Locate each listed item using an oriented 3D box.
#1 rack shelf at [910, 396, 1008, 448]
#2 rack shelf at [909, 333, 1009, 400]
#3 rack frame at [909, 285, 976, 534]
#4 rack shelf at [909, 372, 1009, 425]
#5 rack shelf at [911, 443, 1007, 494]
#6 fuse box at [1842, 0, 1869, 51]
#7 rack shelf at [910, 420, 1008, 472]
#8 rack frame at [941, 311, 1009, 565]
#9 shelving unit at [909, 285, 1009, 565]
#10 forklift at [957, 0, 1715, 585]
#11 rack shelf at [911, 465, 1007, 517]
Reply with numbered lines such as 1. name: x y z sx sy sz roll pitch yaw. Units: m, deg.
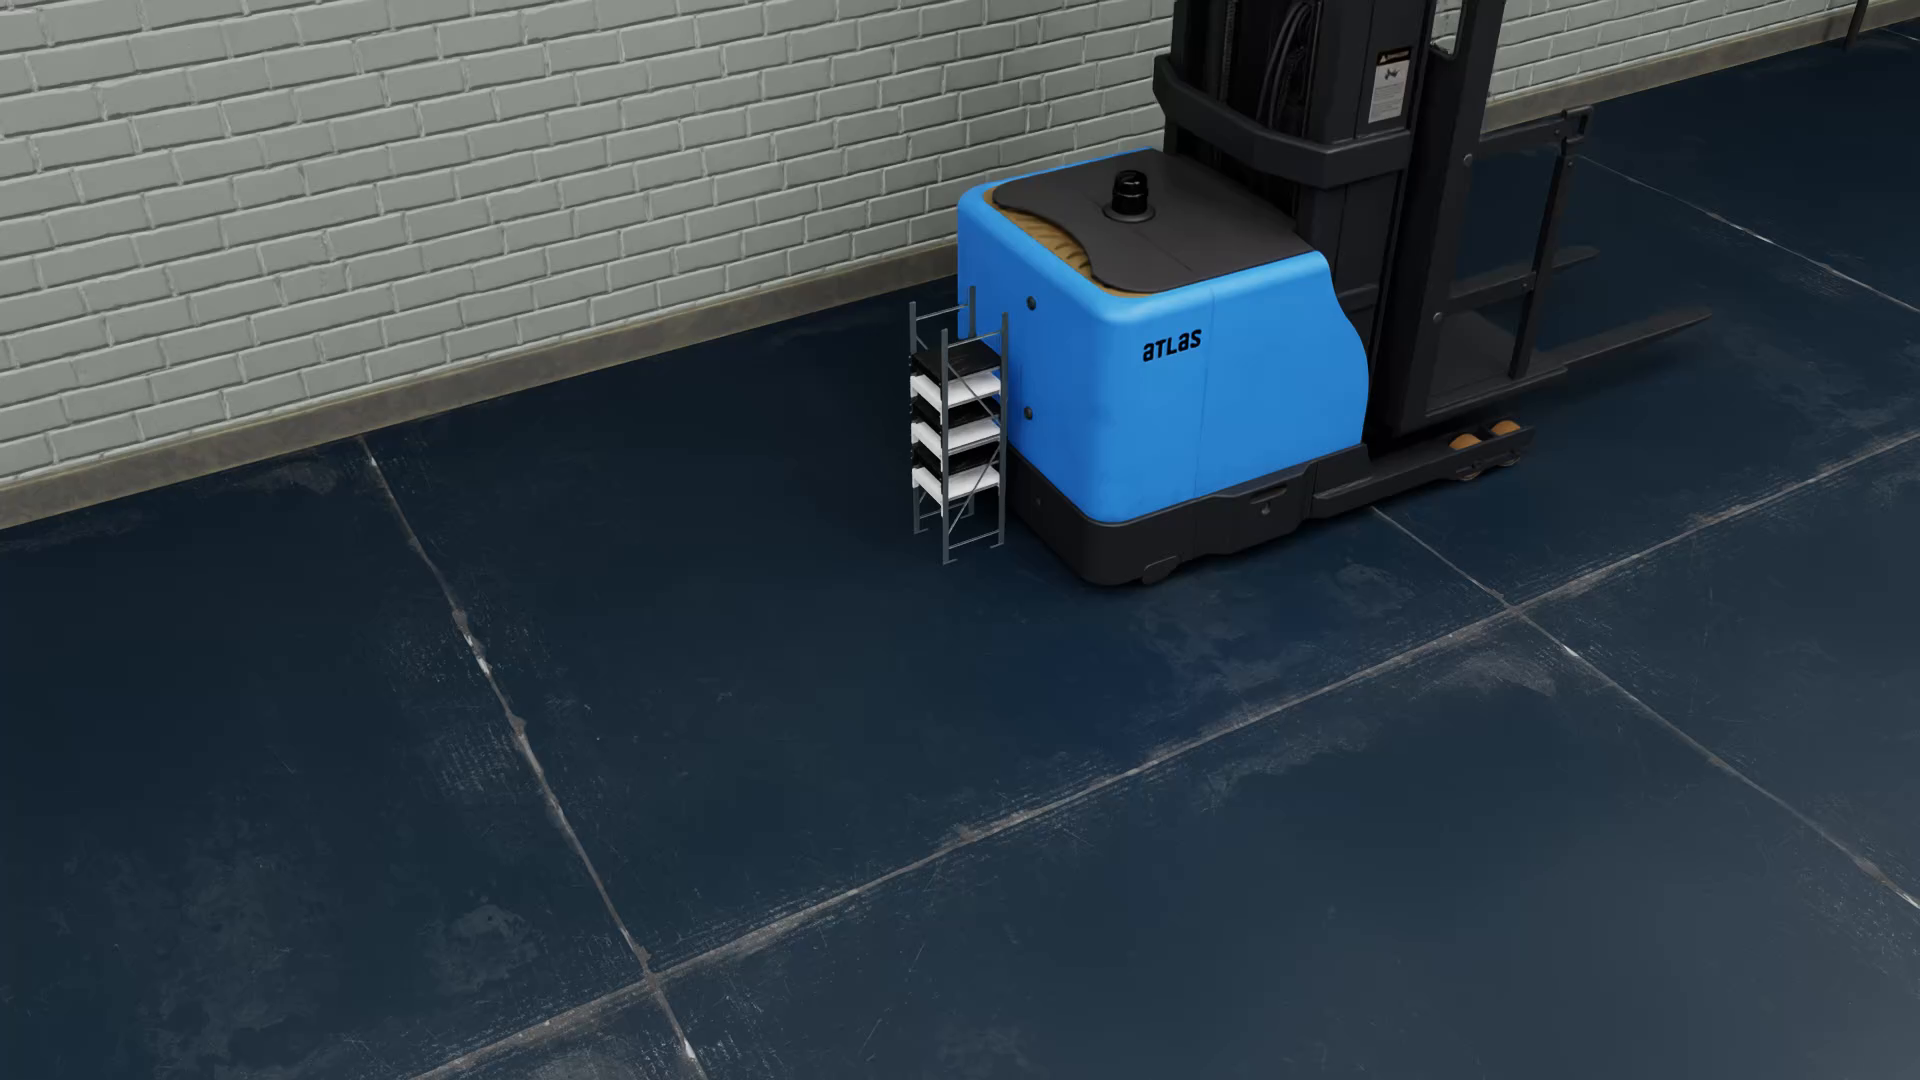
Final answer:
1. rack shelf: -0.004 -0.413 5.457 0.258 0.077 0.200 -19 40 -24
2. rack shelf: -0.004 -0.559 5.351 0.258 0.077 0.200 -19 40 -24
3. rack frame: -0.055 -0.419 5.561 0.240 0.900 0.006 -19 40 -24
4. rack shelf: -0.004 -0.486 5.404 0.258 0.077 0.200 -19 40 -24
5. rack shelf: -0.004 -0.268 5.563 0.258 0.077 0.200 -19 40 -24
6. fuse box: 5.184 -3.528 9.129 0.539 1.711 0.414 -19 40 -24
7. rack shelf: -0.004 -0.341 5.510 0.258 0.077 0.200 -19 40 -24
8. rack frame: 0.047 -0.316 5.419 0.240 0.900 0.006 -19 40 -24
9. shelving unit: -0.004 -0.368 5.490 0.258 0.900 0.210 -19 40 -24
10. forklift: 1.518 -1.655 5.531 3.031 2.935 1.130 -18 40 -23
11. rack shelf: -0.004 -0.195 5.616 0.258 0.077 0.200 -19 40 -24
